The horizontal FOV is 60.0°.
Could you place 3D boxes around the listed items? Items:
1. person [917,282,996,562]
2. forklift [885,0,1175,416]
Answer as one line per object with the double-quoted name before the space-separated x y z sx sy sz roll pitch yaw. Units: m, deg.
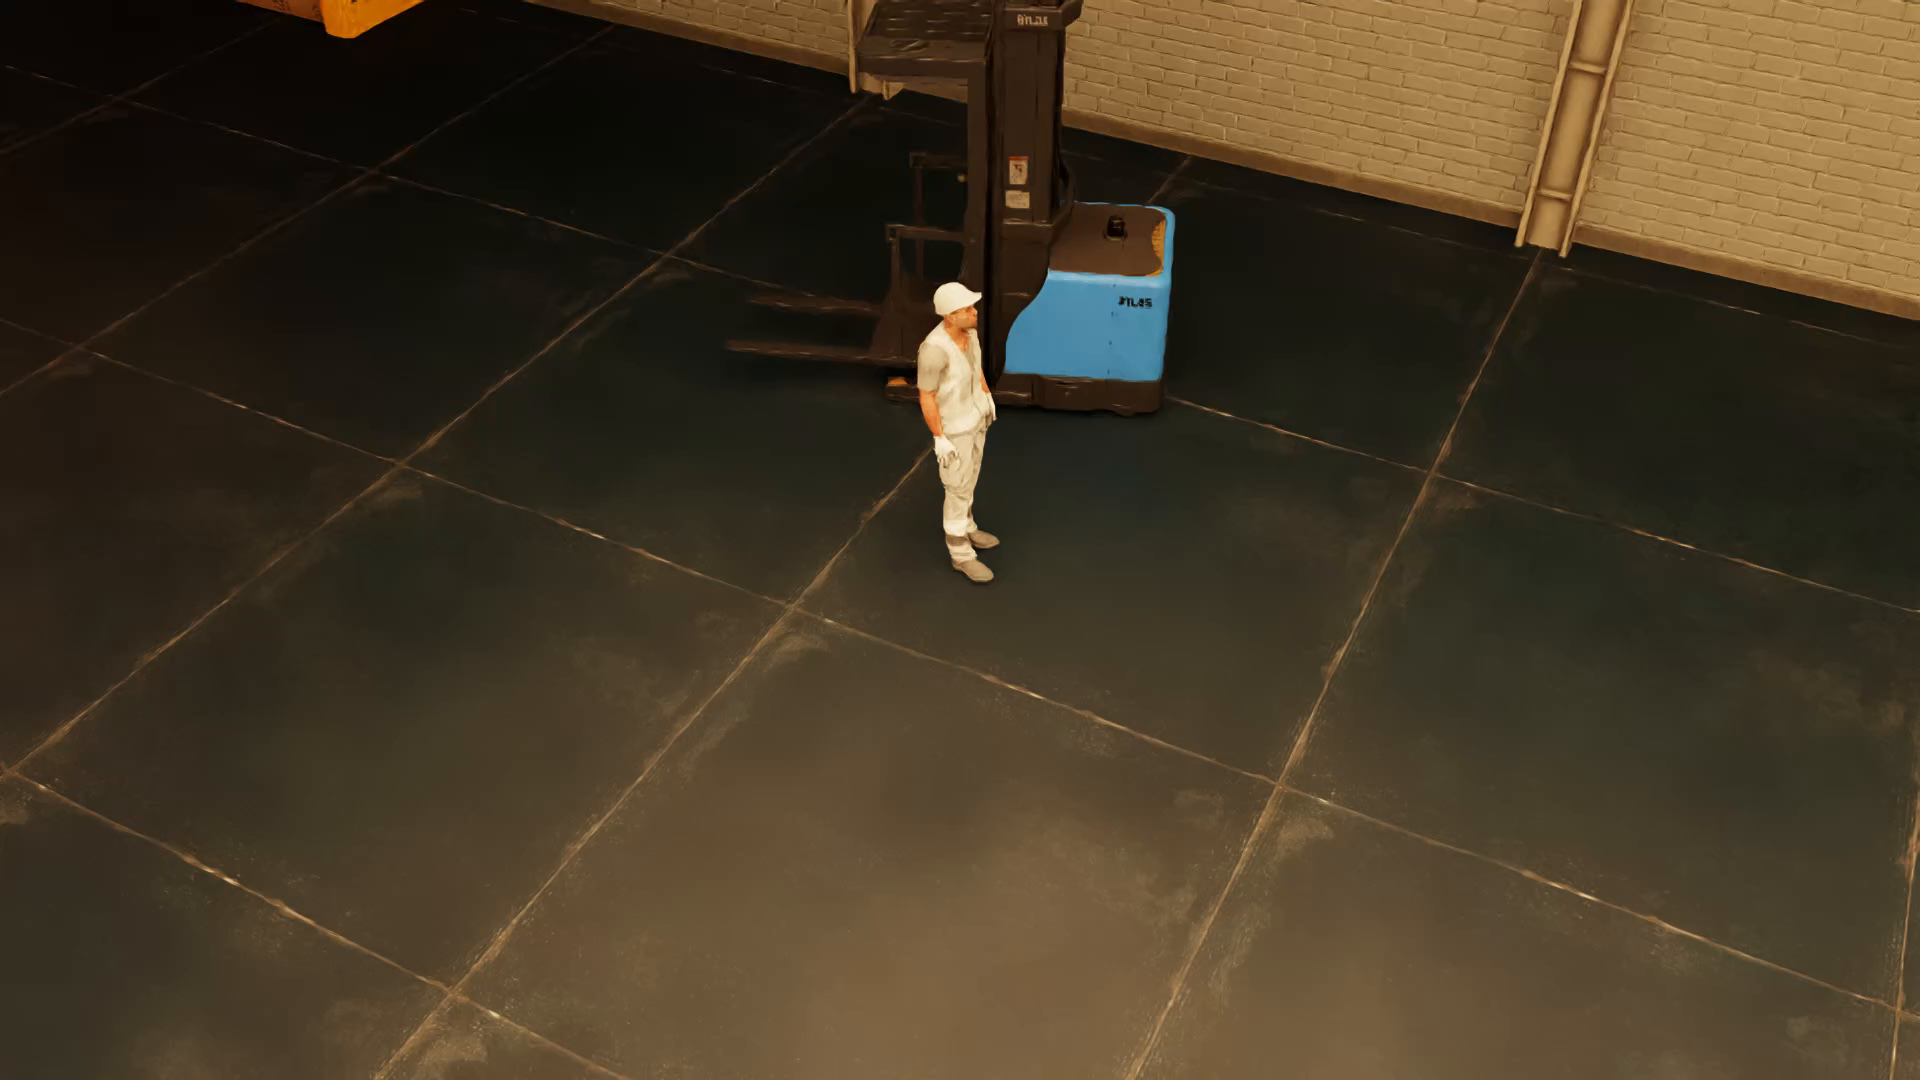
"person" 0.004 -0.700 9.653 0.423 1.736 0.637 18 43 21
"forklift" -0.086 -2.377 10.808 3.031 2.935 1.130 5 40 6
